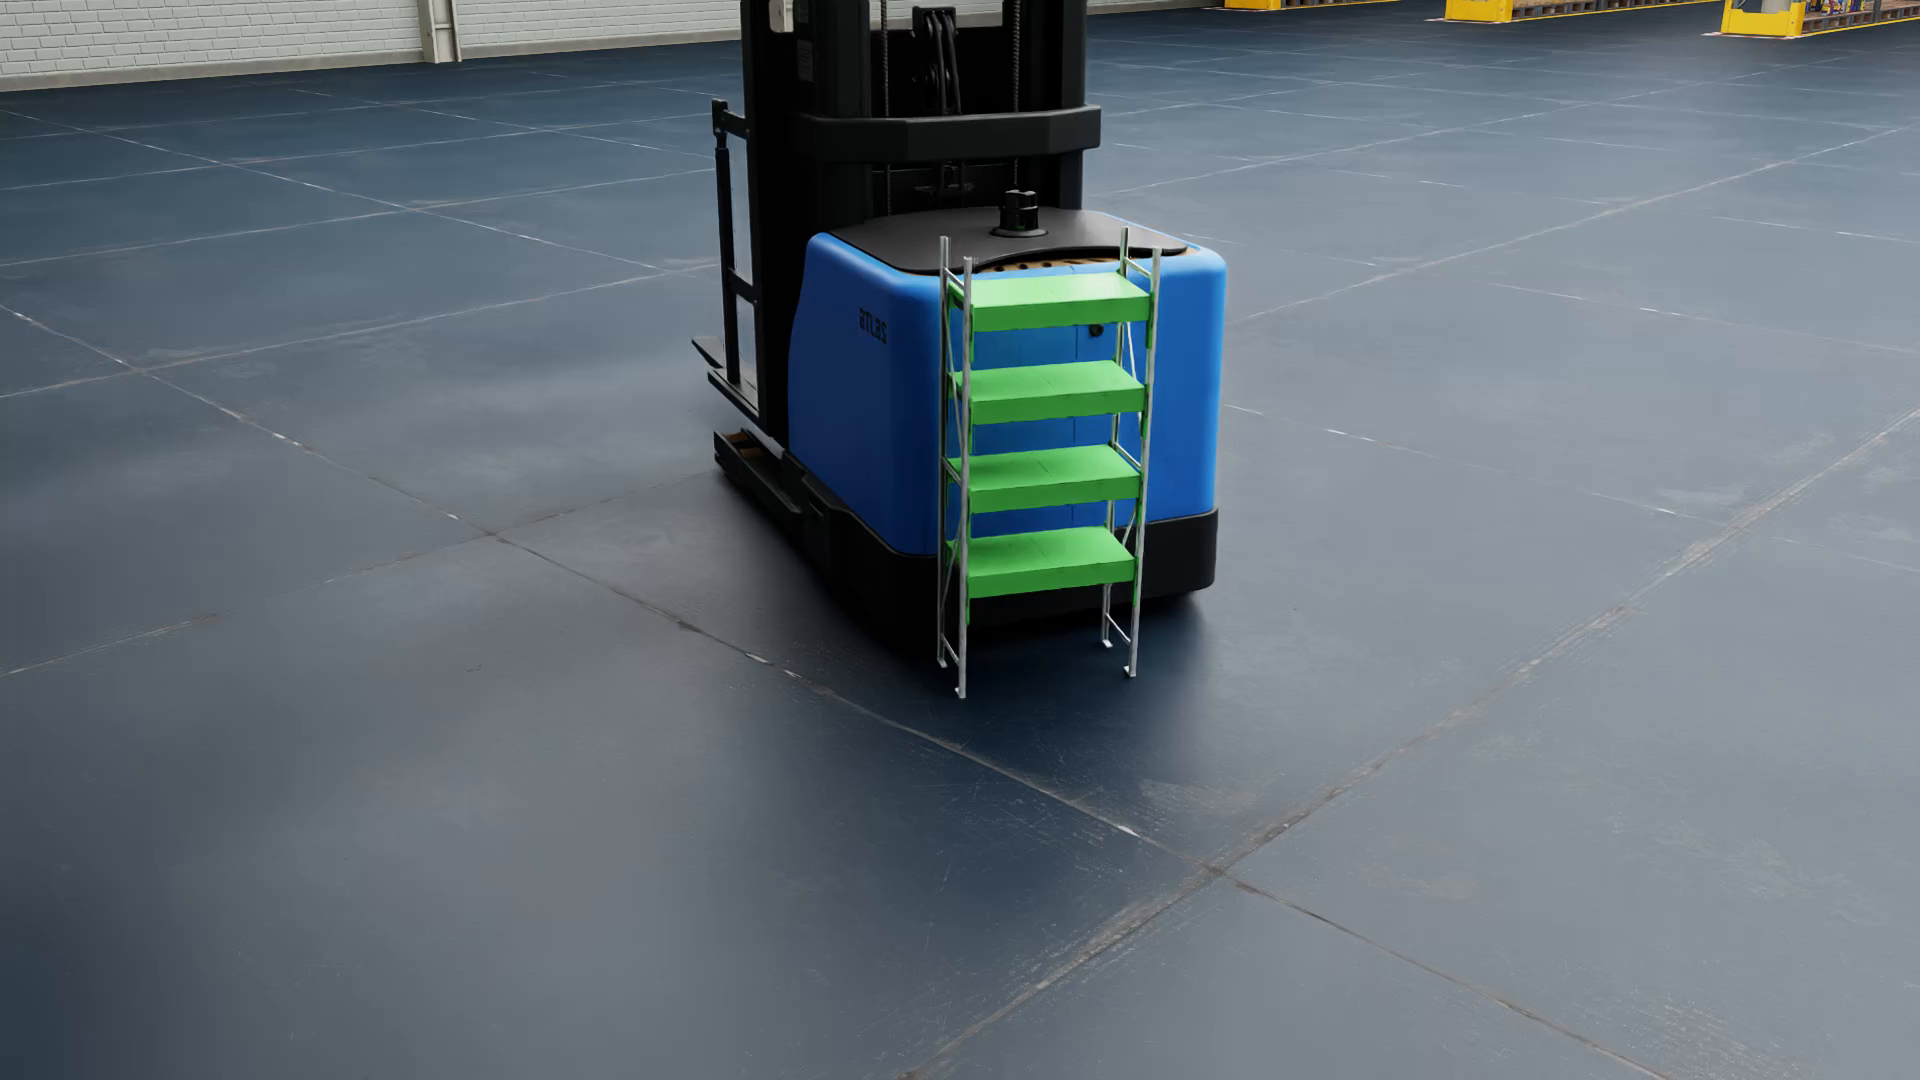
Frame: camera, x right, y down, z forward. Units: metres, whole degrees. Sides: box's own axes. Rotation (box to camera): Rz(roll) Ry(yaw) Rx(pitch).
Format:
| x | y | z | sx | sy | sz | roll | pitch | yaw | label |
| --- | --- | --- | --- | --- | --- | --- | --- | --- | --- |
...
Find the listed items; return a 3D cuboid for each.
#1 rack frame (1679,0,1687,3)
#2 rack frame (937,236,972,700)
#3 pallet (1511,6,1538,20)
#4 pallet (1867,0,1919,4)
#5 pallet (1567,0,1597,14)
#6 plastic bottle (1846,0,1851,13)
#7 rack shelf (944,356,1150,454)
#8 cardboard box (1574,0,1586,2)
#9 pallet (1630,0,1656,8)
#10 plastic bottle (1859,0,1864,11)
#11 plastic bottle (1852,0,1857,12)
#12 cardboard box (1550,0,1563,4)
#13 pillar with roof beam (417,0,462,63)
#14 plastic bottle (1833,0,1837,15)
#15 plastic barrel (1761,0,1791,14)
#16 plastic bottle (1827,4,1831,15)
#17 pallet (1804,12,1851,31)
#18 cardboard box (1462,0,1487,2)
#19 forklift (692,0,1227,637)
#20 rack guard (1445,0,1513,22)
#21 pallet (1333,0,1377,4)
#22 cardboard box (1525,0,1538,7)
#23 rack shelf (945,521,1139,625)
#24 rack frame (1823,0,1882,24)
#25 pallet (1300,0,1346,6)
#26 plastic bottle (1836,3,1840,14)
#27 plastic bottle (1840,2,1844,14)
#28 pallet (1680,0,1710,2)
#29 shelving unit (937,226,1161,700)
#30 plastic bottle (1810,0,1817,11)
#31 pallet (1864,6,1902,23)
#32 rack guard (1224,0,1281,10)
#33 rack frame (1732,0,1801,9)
| x | y | z | sx | sy | sz | roll | pitch | yaw | label |
| --- | --- | --- | --- | --- | --- | --- | --- | --- | --- |
| 14.920 | -12.832 | 34.778 | 1.000 | 3.000 | 0.127 | 19 | 28 | 41 | rack frame |
| -0.018 | -0.169 | 4.327 | 0.015 | 1.200 | 0.240 | -6 | 24 | -15 | rack frame |
| 9.843 | -9.681 | 30.467 | 1.003 | 0.211 | 1.213 | 19 | 28 | 41 | pallet |
| 17.898 | -10.100 | 31.558 | 1.003 | 0.211 | 1.213 | 19 | 28 | 41 | pallet |
| 11.545 | -10.308 | 32.099 | 1.003 | 0.211 | 1.213 | 19 | 28 | 41 | pallet |
| 15.074 | -9.162 | 28.309 | 0.144 | 0.351 | 0.185 | 19 | 28 | 40 | plastic bottle |
| 0.219 | -0.355 | 4.319 | 0.480 | 0.148 | 0.258 | -6 | 24 | -15 | rack shelf |
| 11.607 | -10.416 | 31.740 | 0.500 | 0.250 | 0.500 | 19 | 28 | 41 | cardboard box |
| 13.467 | -11.016 | 33.941 | 1.003 | 0.211 | 1.213 | 19 | 28 | 41 | pallet |
| 15.577 | -9.294 | 28.747 | 0.133 | 0.283 | 0.061 | -18 | 28 | -39 | plastic bottle |
| 15.299 | -9.245 | 28.525 | 0.144 | 0.351 | 0.185 | 18 | 27 | 38 | plastic bottle |
| 10.920 | -10.155 | 31.062 | 0.500 | 0.250 | 0.500 | 19 | 28 | 41 | cardboard box |
| -3.817 | -9.506 | 17.765 | 9.100 | 9.000 | 0.400 | 19 | 28 | 41 | pillar with roof beam |
| 14.613 | -8.943 | 27.849 | 0.097 | 0.271 | 0.097 | 0 | 21 | 0 | plastic bottle |
| 13.290 | -8.758 | 27.061 | 0.421 | 0.512 | 0.421 | 0 | 21 | 0 | plastic barrel |
| 14.446 | -8.848 | 27.702 | 0.097 | 0.201 | 0.097 | 0 | 21 | 0 | plastic bottle |
| 14.326 | -8.784 | 28.133 | 1.003 | 0.211 | 1.213 | 19 | 28 | 41 | pallet |
| 9.502 | -9.900 | 30.397 | 0.500 | 0.250 | 0.500 | 19 | 28 | 41 | cardboard box |
| -0.267 | -1.590 | 5.627 | 1.130 | 2.935 | 3.031 | -9 | 23 | -21 | forklift |
| 9.322 | -9.602 | 29.860 | 1.175 | 0.500 | 0.348 | 19 | 28 | 41 | rack guard |
| 8.135 | -11.559 | 35.354 | 1.003 | 0.211 | 1.213 | 19 | 28 | 41 | pallet |
| 10.219 | -9.899 | 30.396 | 0.500 | 0.250 | 0.500 | 19 | 28 | 41 | cardboard box |
| 0.213 | 0.085 | 4.510 | 0.480 | 0.148 | 0.258 | -6 | 24 | -15 | rack shelf |
| 15.676 | -10.563 | 28.875 | 1.000 | 3.000 | 0.127 | 19 | 28 | 41 | rack frame |
| 7.283 | -11.244 | 34.534 | 1.003 | 0.211 | 1.213 | 19 | 28 | 41 | pallet |
| 14.752 | -8.961 | 27.995 | 0.097 | 0.201 | 0.097 | 0 | 21 | 0 | plastic bottle |
| 14.895 | -9.014 | 28.132 | 0.097 | 0.201 | 0.097 | 0 | 21 | 0 | plastic bottle |
| 15.468 | -11.712 | 35.753 | 1.003 | 0.211 | 1.213 | 19 | 28 | 41 | pallet |
| 0.217 | -0.193 | 4.389 | 0.503 | 1.200 | 0.258 | -6 | 24 | -15 | shelving unit |
| 14.801 | -9.323 | 28.840 | 0.097 | 0.271 | 0.097 | 0 | 21 | 0 | plastic bottle |
| 16.196 | -9.473 | 29.926 | 1.003 | 0.211 | 1.213 | 19 | 28 | 41 | pallet |
| 5.840 | -10.867 | 33.150 | 1.175 | 0.500 | 0.348 | 19 | 28 | 41 | rack guard |
| 12.886 | -9.535 | 26.200 | 1.000 | 3.000 | 0.127 | 19 | 28 | 41 | rack frame |
